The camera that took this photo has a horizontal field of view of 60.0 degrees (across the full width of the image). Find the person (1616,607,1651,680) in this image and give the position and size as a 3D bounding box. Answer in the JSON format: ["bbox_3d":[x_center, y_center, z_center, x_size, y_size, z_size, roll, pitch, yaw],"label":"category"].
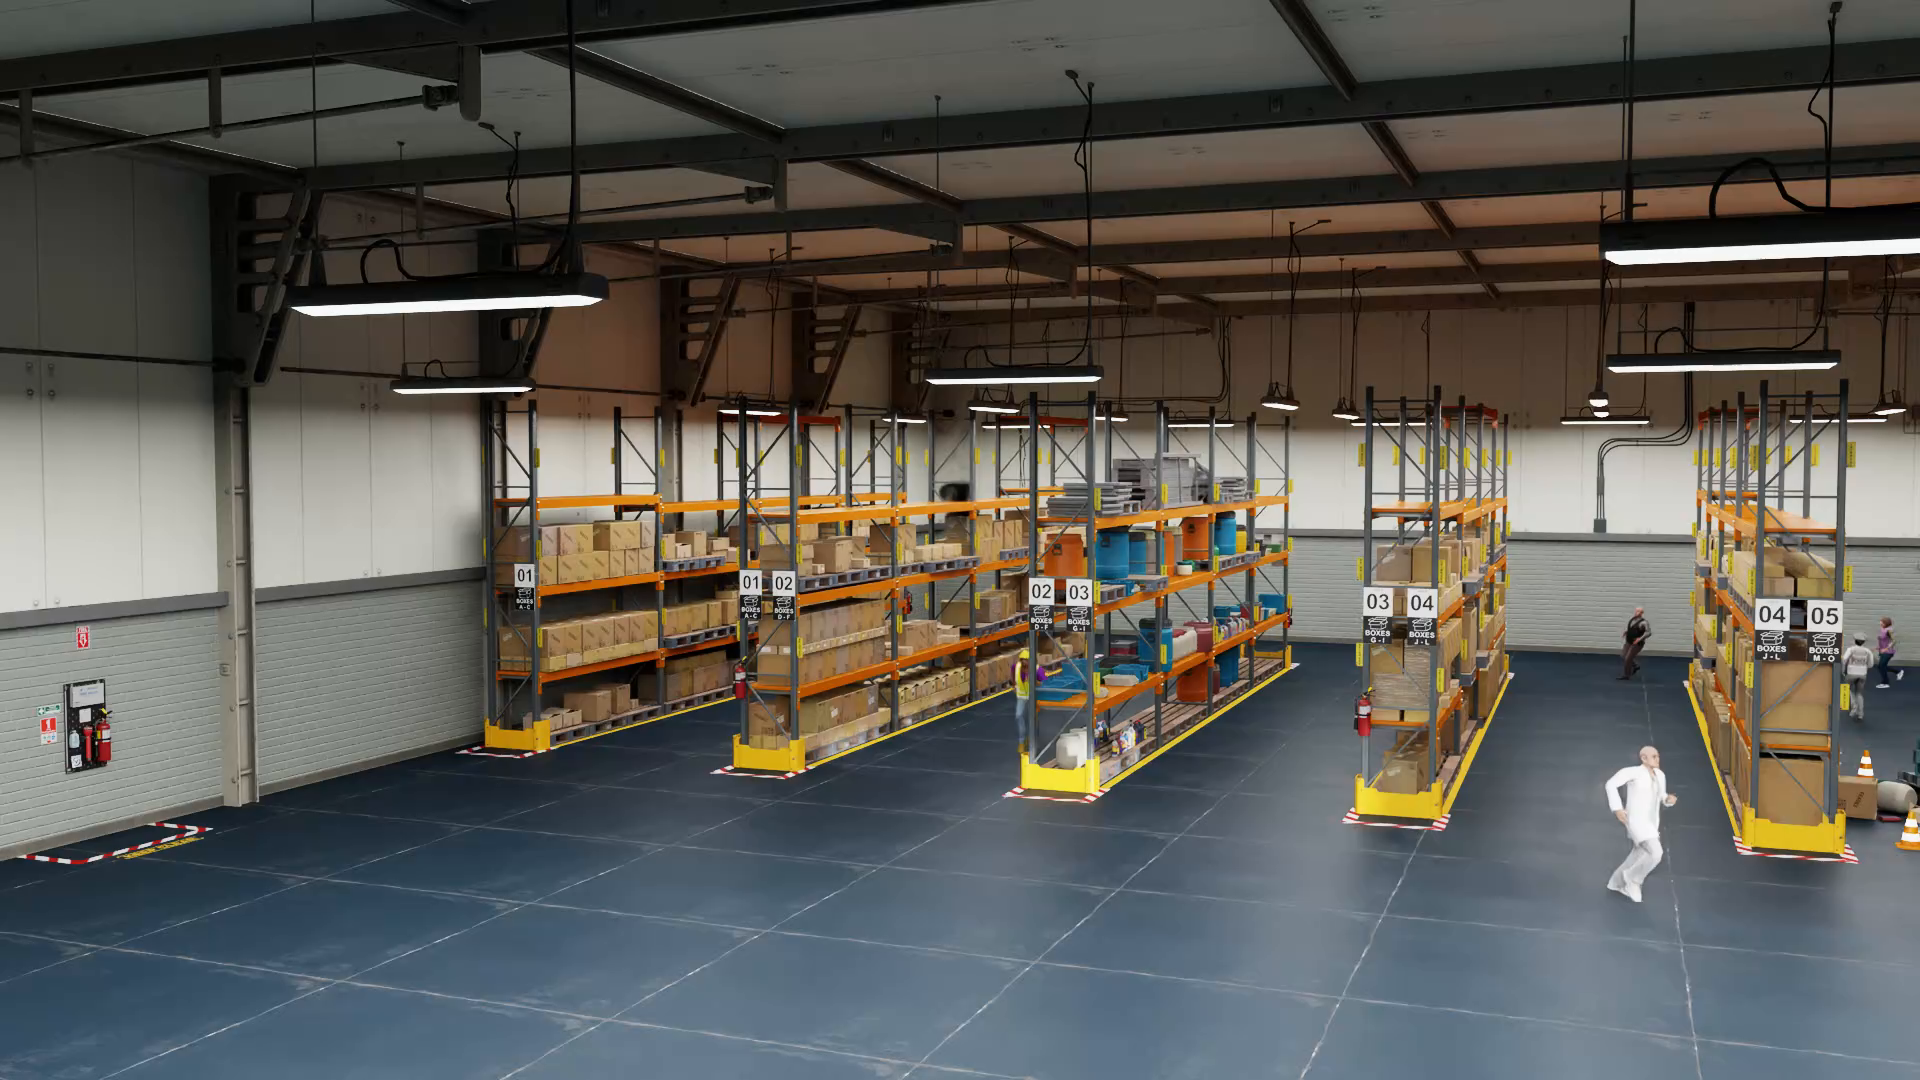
[{"bbox_3d":[15.176,2.332,37.288,0.608,1.681,0.712,-1,3,-17],"label":"person"}]

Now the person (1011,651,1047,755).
[{"bbox_3d":[1.182,2.745,28.411,0.690,1.770,0.958,1,3,14],"label":"person"}]

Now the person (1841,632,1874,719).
[{"bbox_3d":[17.202,2.591,31.932,0.625,1.658,0.591,1,3,14],"label":"person"}]

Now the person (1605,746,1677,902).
[{"bbox_3d":[7.688,3.198,18.742,0.691,1.762,0.799,-2,3,-32],"label":"person"}]

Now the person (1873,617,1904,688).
[{"bbox_3d":[20.259,2.451,36.176,0.598,1.554,0.522,0,3,9],"label":"person"}]
